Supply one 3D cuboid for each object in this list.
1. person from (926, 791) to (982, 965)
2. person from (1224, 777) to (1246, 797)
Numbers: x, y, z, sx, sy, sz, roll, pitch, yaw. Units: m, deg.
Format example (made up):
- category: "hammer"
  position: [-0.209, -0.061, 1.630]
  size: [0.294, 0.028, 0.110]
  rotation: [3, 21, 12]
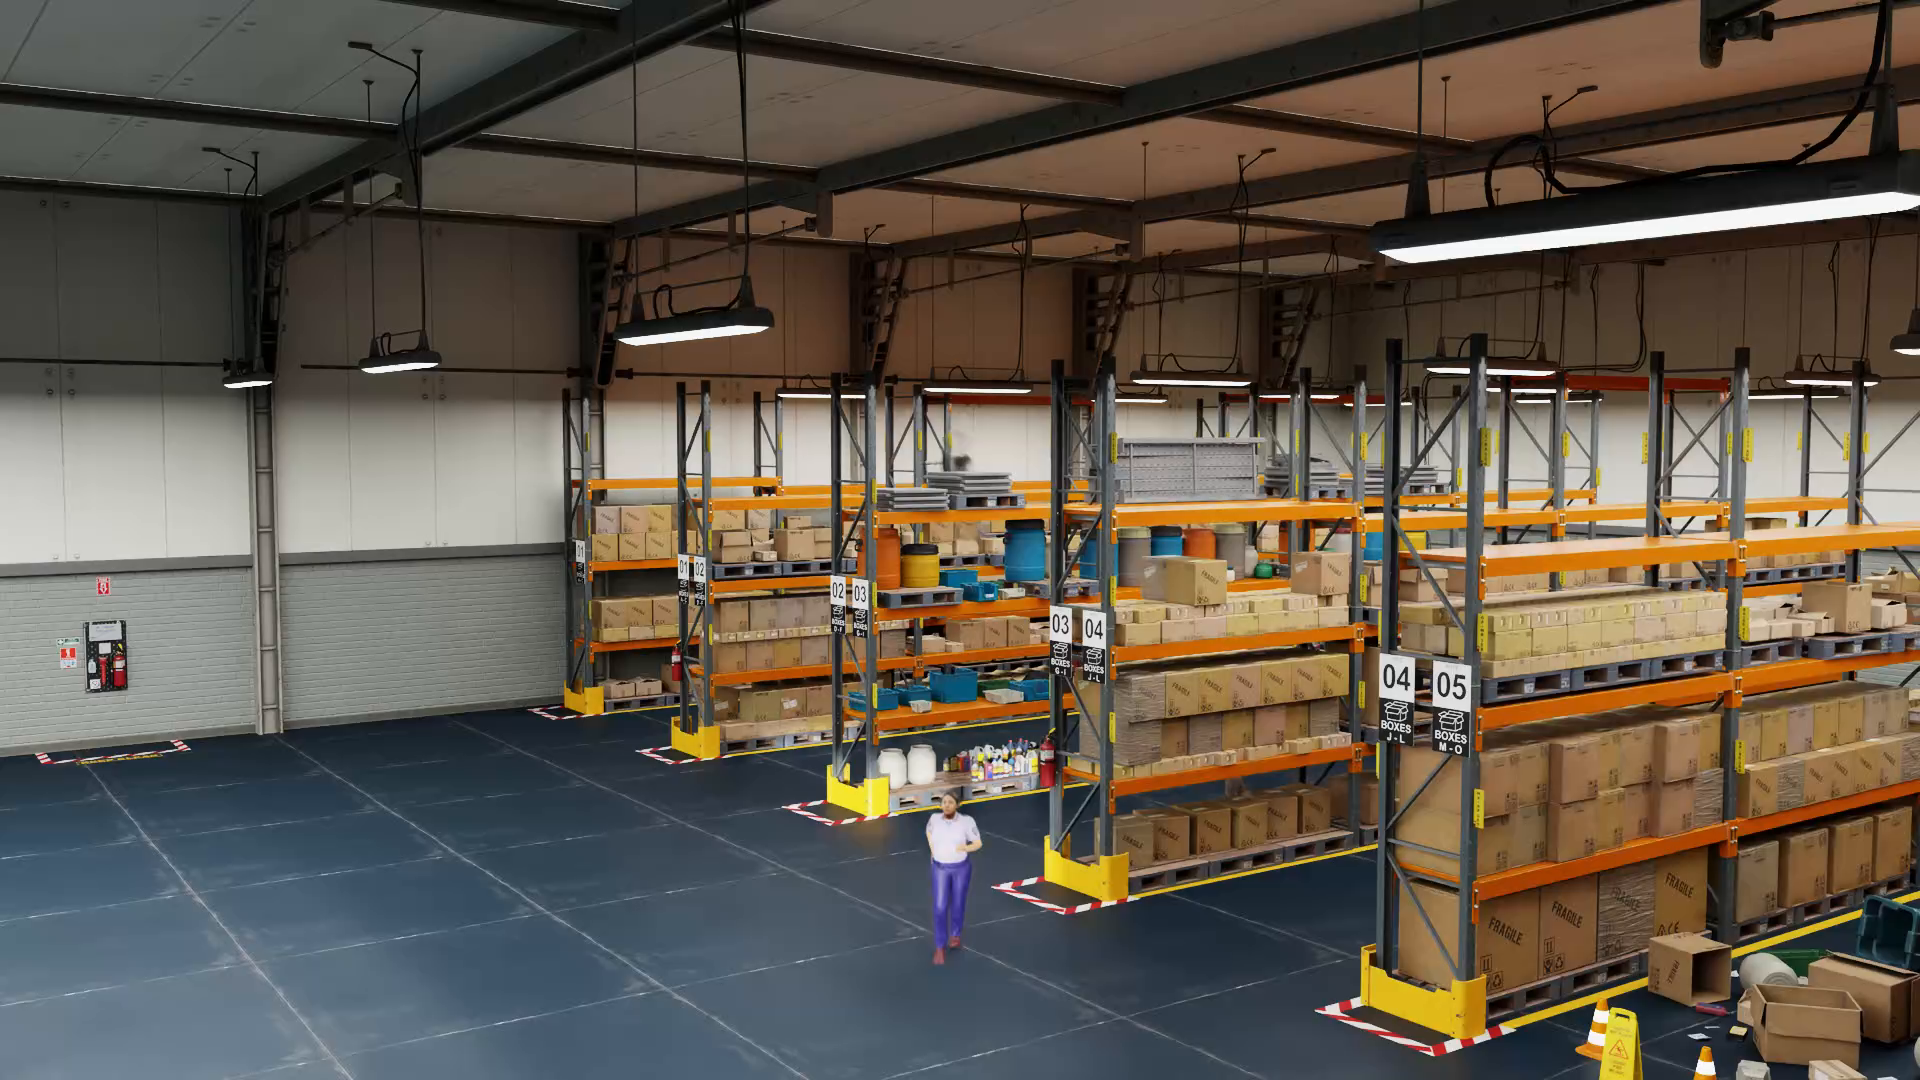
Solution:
- category: "person"
  position: [-0.066, 3.313, 16.385]
  size: [0.573, 1.718, 0.733]
  rotation: [0, 4, 4]
- category: "person"
  position: [3.703, 2.862, 22.644]
  size: [0.646, 1.781, 0.825]
  rotation: [4, 5, 44]
